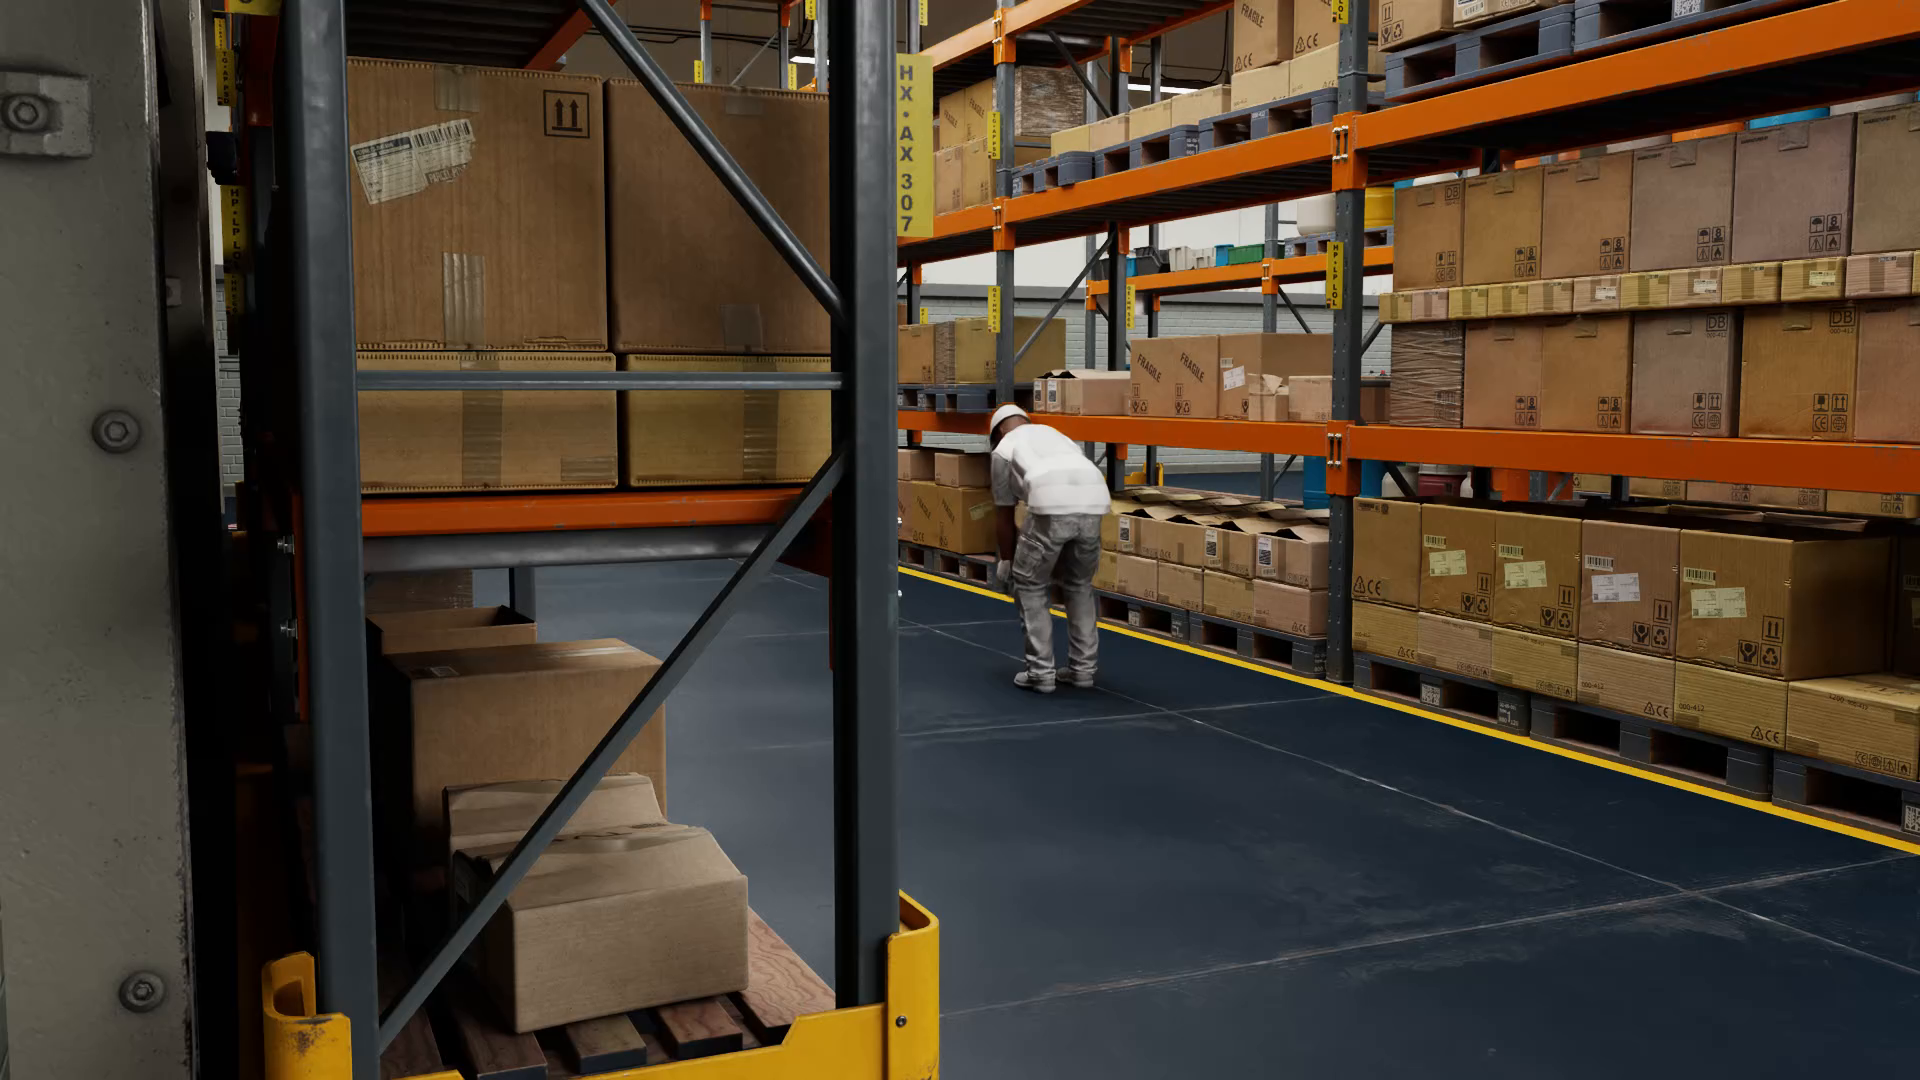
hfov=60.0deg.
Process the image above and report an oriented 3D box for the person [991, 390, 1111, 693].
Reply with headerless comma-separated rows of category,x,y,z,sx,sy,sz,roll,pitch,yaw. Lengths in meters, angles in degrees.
person,0.411,-0.015,8.410,0.471,1.475,0.862,-2,6,-25
